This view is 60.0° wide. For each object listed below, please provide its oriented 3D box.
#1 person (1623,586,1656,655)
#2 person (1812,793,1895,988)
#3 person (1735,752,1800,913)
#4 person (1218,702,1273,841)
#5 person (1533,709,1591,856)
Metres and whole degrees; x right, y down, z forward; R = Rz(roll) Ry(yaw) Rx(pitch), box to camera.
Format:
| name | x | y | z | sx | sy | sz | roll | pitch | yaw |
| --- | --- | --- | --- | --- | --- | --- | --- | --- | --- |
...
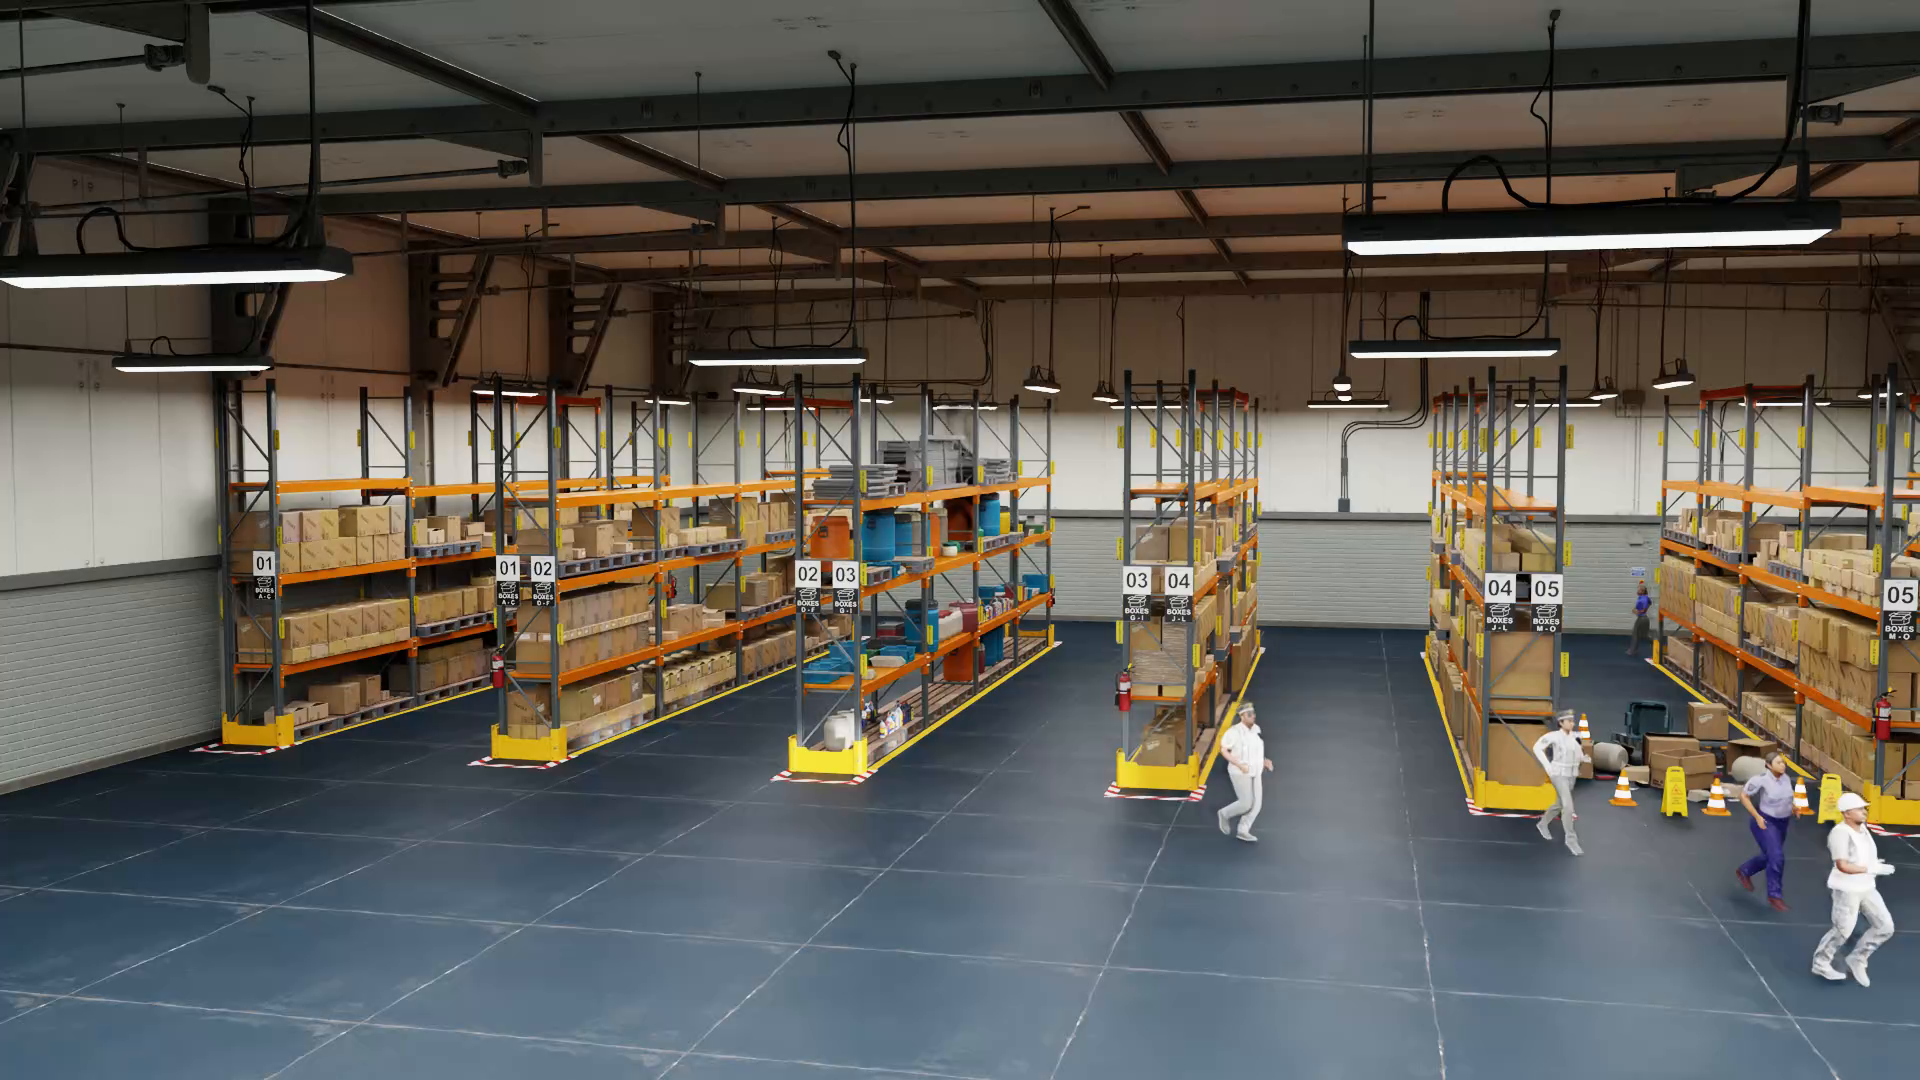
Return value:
| name | x | y | z | sx | sy | sz | roll | pitch | yaw |
| --- | --- | --- | --- | --- | --- | --- | --- | --- | --- |
| person | 15.877 | 1.895 | 38.566 | 0.870 | 1.646 | 0.609 | 1 | 4 | 17 |
| person | 8.179 | 3.201 | 15.169 | 0.655 | 1.789 | 0.706 | -2 | 4 | -34 |
| person | 8.727 | 3.111 | 17.971 | 0.593 | 1.687 | 0.779 | -2 | 4 | -24 |
| person | 3.568 | 2.883 | 20.769 | 0.647 | 1.737 | 0.599 | -3 | 4 | -38 |
| person | 7.397 | 2.930 | 20.385 | 0.601 | 1.736 | 0.825 | -2 | 4 | -27 |
